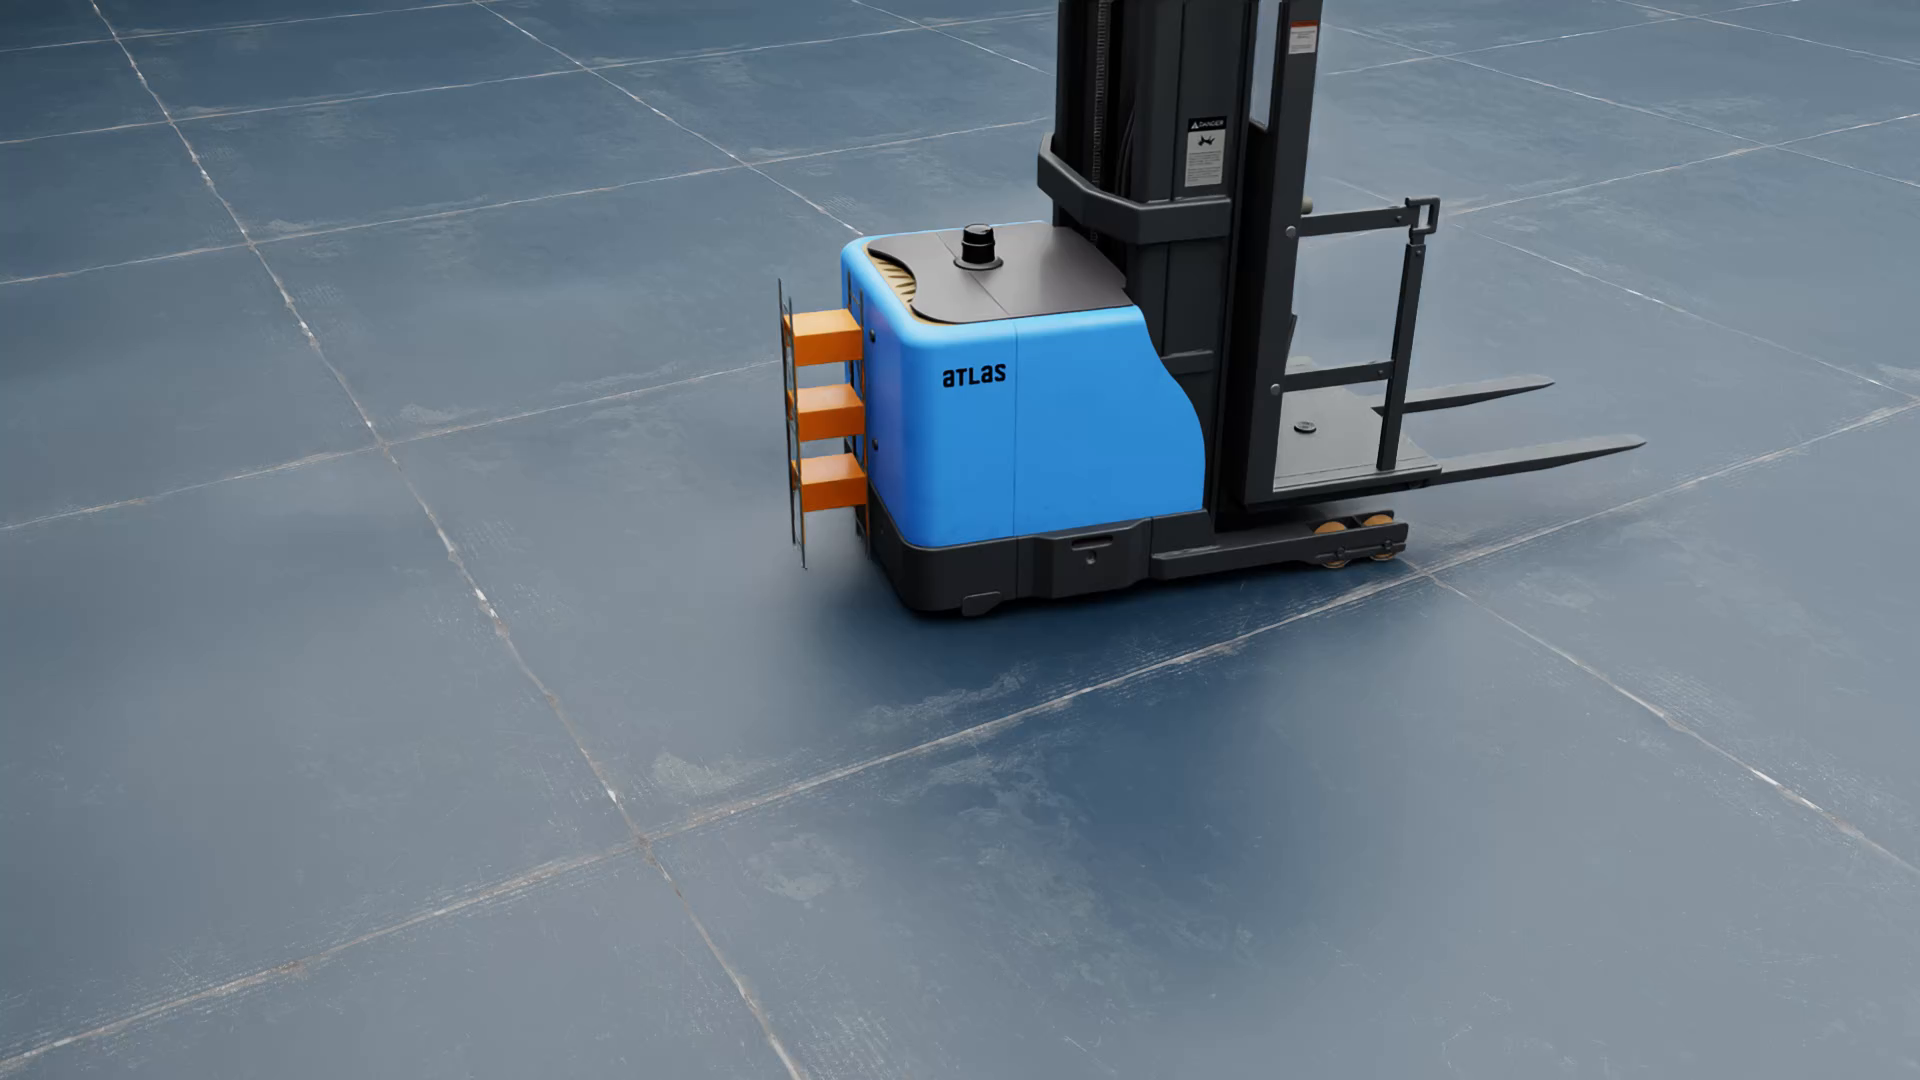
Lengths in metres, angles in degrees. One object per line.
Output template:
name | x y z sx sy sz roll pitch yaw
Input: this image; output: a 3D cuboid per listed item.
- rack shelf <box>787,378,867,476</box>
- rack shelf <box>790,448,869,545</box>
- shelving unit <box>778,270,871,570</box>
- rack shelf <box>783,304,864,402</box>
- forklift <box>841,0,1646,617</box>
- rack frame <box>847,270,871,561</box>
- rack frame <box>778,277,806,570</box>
rack shelf | -0.477 -0.404 5.917 0.240 0.259 0.215 -8 30 -14
rack shelf | -0.477 -0.160 6.051 0.240 0.259 0.215 -8 30 -14
shelving unit | -0.477 -0.413 5.912 0.252 1.050 0.215 -8 30 -14
rack shelf | -0.477 -0.652 5.780 0.240 0.259 0.215 -8 30 -14
forklift | 1.132 -1.416 5.781 3.031 2.935 1.130 -8 30 -14
rack frame | -0.360 -0.430 5.942 0.008 1.050 0.200 -8 30 -14
rack frame | -0.594 -0.396 5.881 0.008 1.050 0.200 -8 30 -14
